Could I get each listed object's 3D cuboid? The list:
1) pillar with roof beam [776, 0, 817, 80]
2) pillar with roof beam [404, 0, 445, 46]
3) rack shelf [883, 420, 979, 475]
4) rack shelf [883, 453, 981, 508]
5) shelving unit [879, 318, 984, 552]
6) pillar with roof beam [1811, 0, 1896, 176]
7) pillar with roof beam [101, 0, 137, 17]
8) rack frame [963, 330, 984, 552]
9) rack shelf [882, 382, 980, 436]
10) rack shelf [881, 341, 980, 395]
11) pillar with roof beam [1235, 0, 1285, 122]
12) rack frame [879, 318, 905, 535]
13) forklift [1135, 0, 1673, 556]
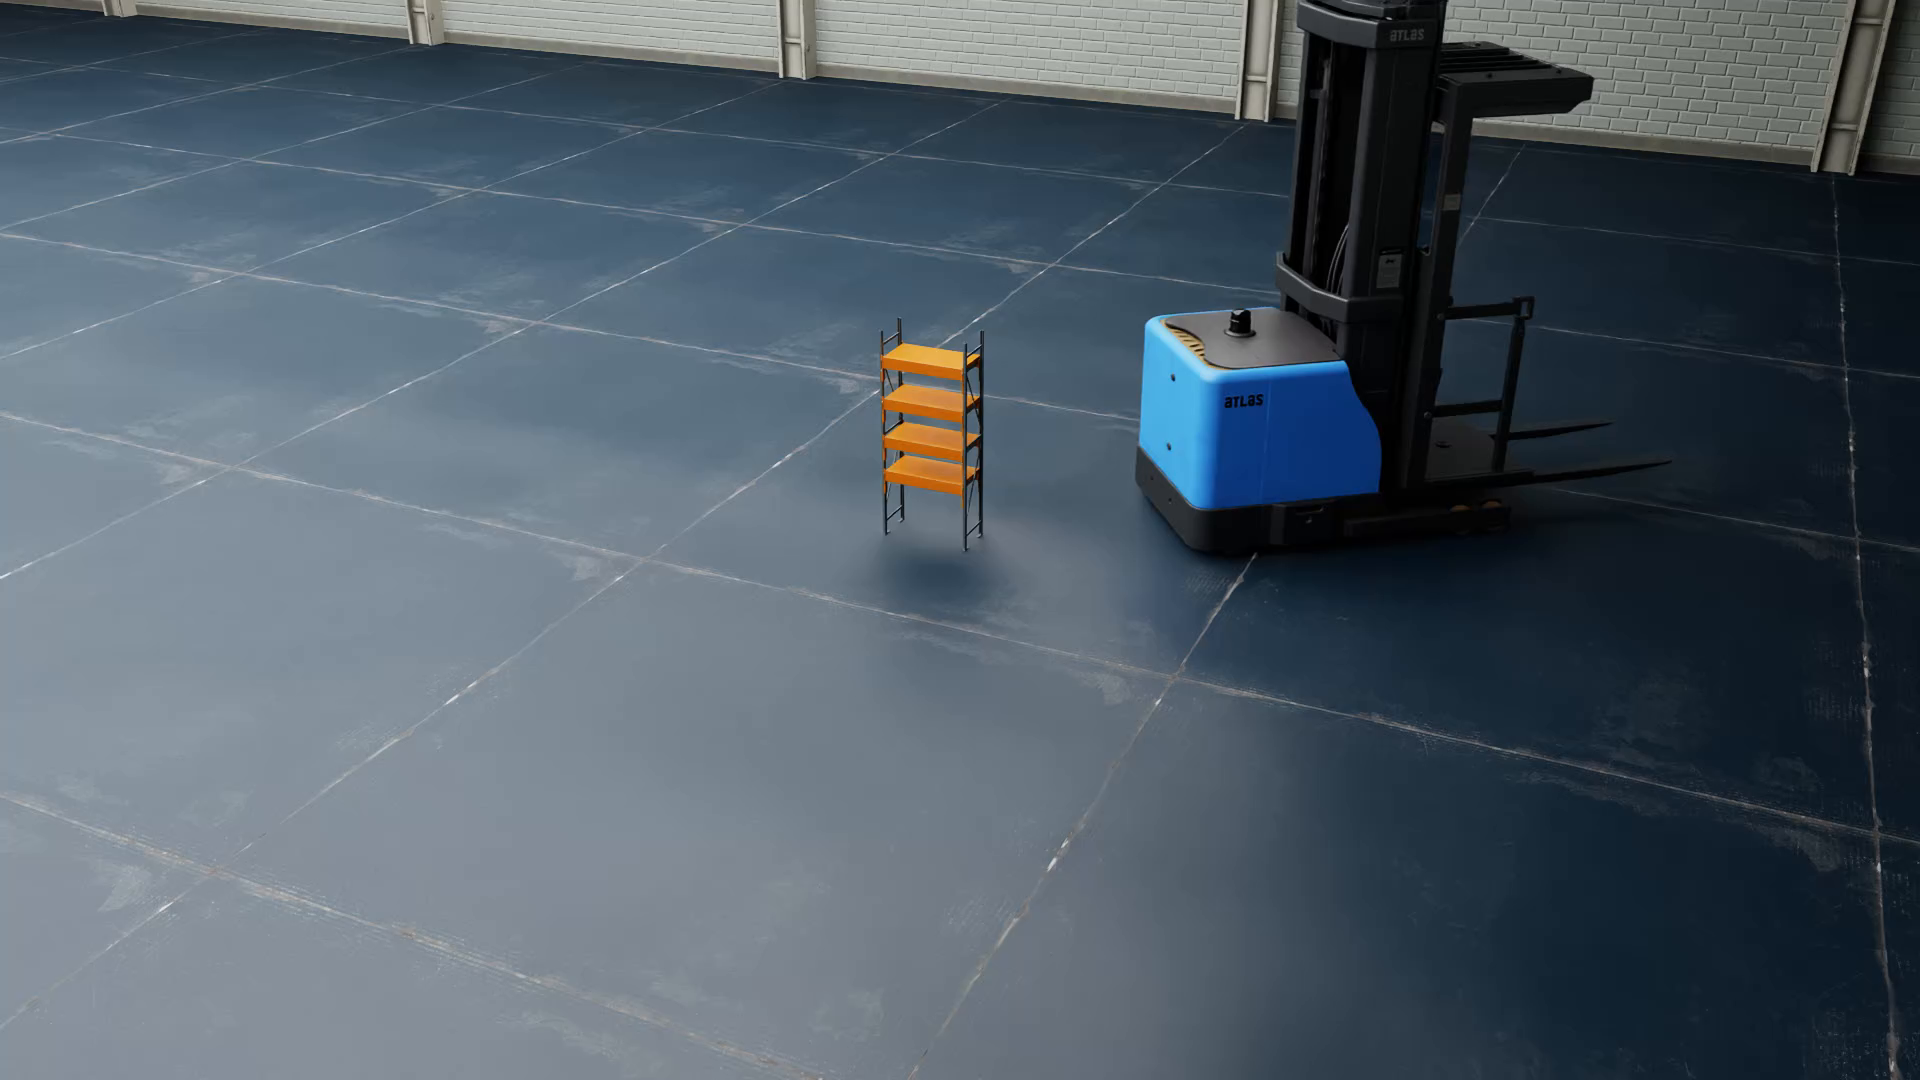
[{"bbox_3d":[-3.855,-8.252,15.823,0.400,9.000,9.100,11,28,22],"label":"pillar with roof beam"},{"bbox_3d":[-9.316,-9.349,18.051,0.400,9.000,9.100,11,28,22],"label":"pillar with roof beam"},{"bbox_3d":[-0.151,-0.508,9.076,0.480,0.148,0.258,11,28,22],"label":"rack shelf"},{"bbox_3d":[-0.151,-0.330,9.164,0.480,0.148,0.258,11,28,22],"label":"rack shelf"},{"bbox_3d":[-0.151,-0.569,9.046,0.503,1.200,0.258,11,28,22],"label":"shelving unit"},{"bbox_3d":[7.069,-6.058,11.366,0.400,9.000,9.100,11,28,22],"label":"pillar with roof beam"},{"bbox_3d":[-14.778,-10.446,20.279,0.400,9.000,9.100,11,28,22],"label":"pillar with roof beam"},{"bbox_3d":[0.071,-0.524,8.956,0.015,1.200,0.240,11,28,22],"label":"rack frame"},{"bbox_3d":[-0.151,-0.709,8.977,0.480,0.148,0.258,11,28,22],"label":"rack shelf"},{"bbox_3d":[-0.151,-0.921,8.873,0.480,0.148,0.258,11,28,22],"label":"rack shelf"},{"bbox_3d":[1.607,-7.155,13.594,0.400,9.000,9.100,11,28,22],"label":"pillar with roof beam"},{"bbox_3d":[-0.373,-0.613,9.137,0.015,1.200,0.240,11,28,22],"label":"rack frame"},{"bbox_3d":[2.604,-1.563,9.107,3.031,2.935,1.130,-6,27,-12],"label":"forklift"}]
